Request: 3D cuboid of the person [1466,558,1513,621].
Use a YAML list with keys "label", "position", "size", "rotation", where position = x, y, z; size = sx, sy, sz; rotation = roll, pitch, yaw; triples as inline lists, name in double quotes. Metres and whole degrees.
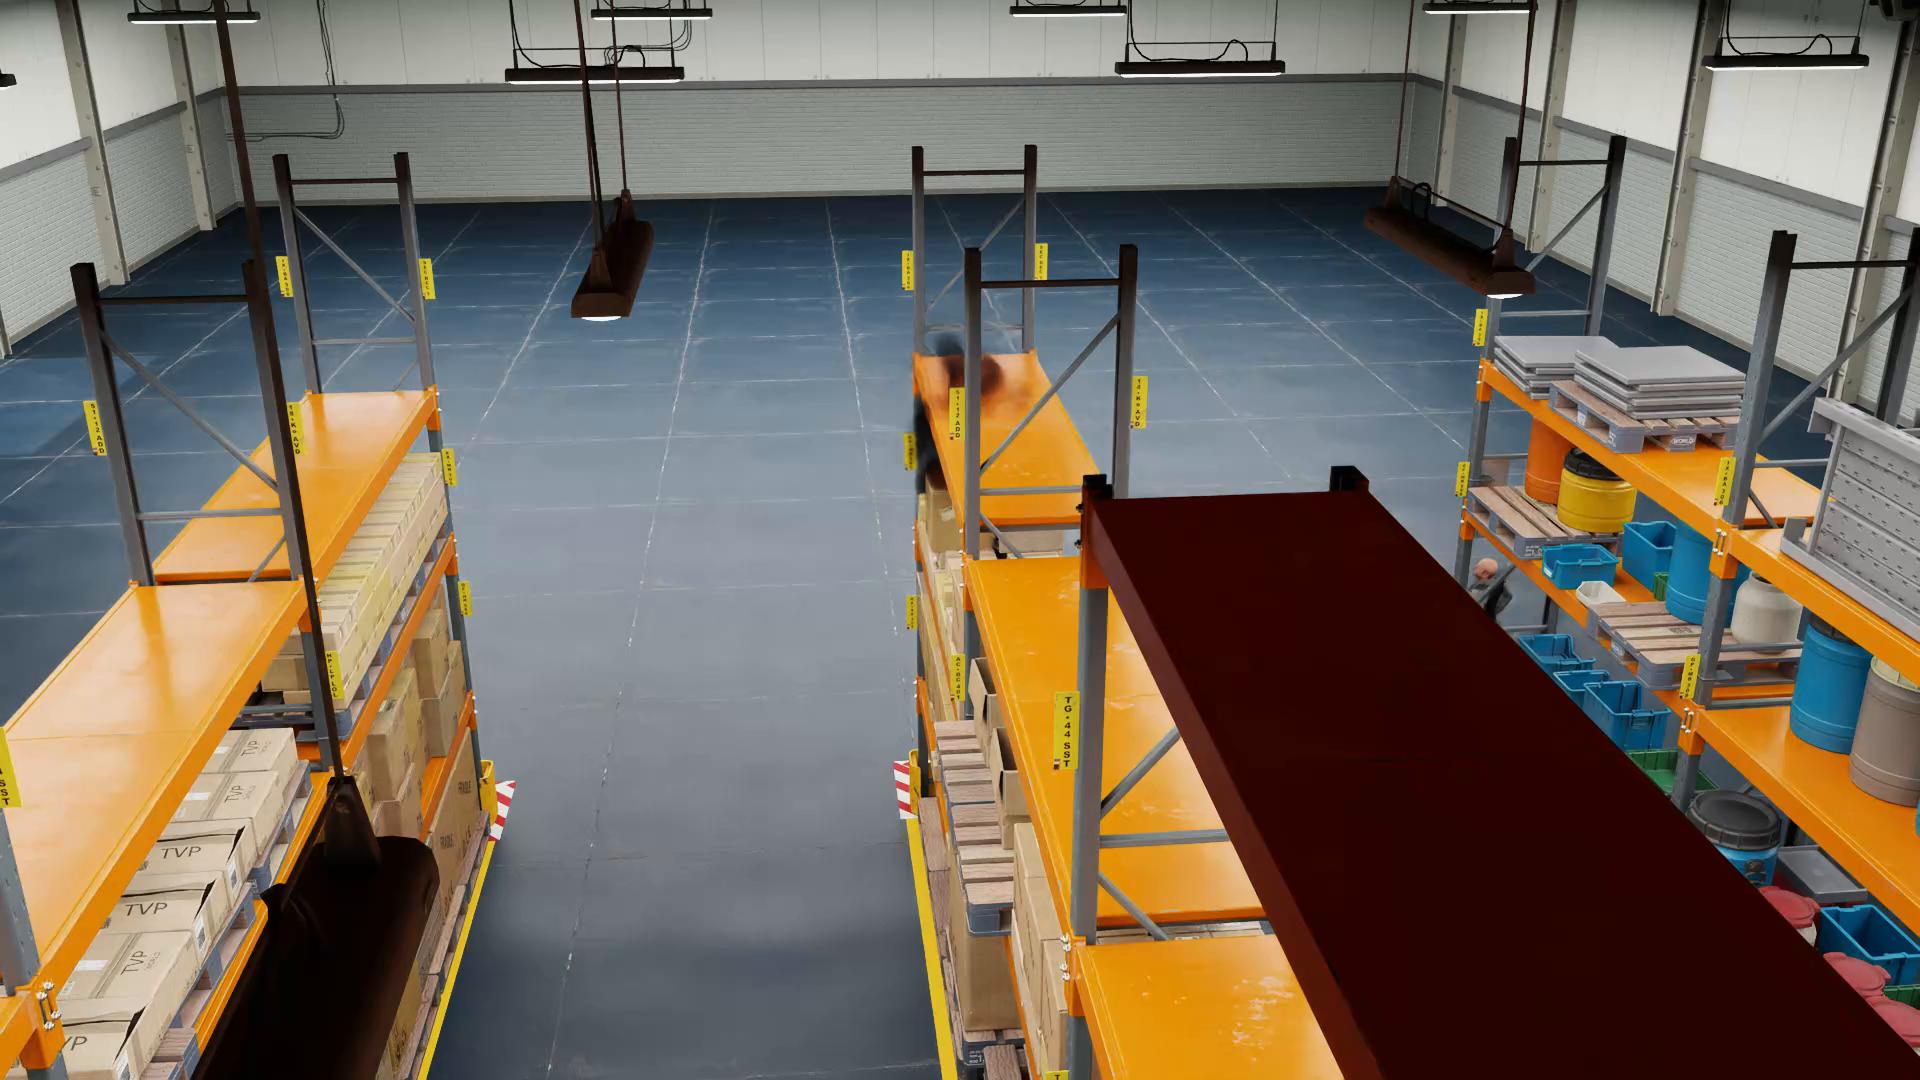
- label: "person"
  position: [5.256, 0.946, 16.987]
  size: [0.778, 1.702, 0.700]
  rotation: [16, 27, 35]
